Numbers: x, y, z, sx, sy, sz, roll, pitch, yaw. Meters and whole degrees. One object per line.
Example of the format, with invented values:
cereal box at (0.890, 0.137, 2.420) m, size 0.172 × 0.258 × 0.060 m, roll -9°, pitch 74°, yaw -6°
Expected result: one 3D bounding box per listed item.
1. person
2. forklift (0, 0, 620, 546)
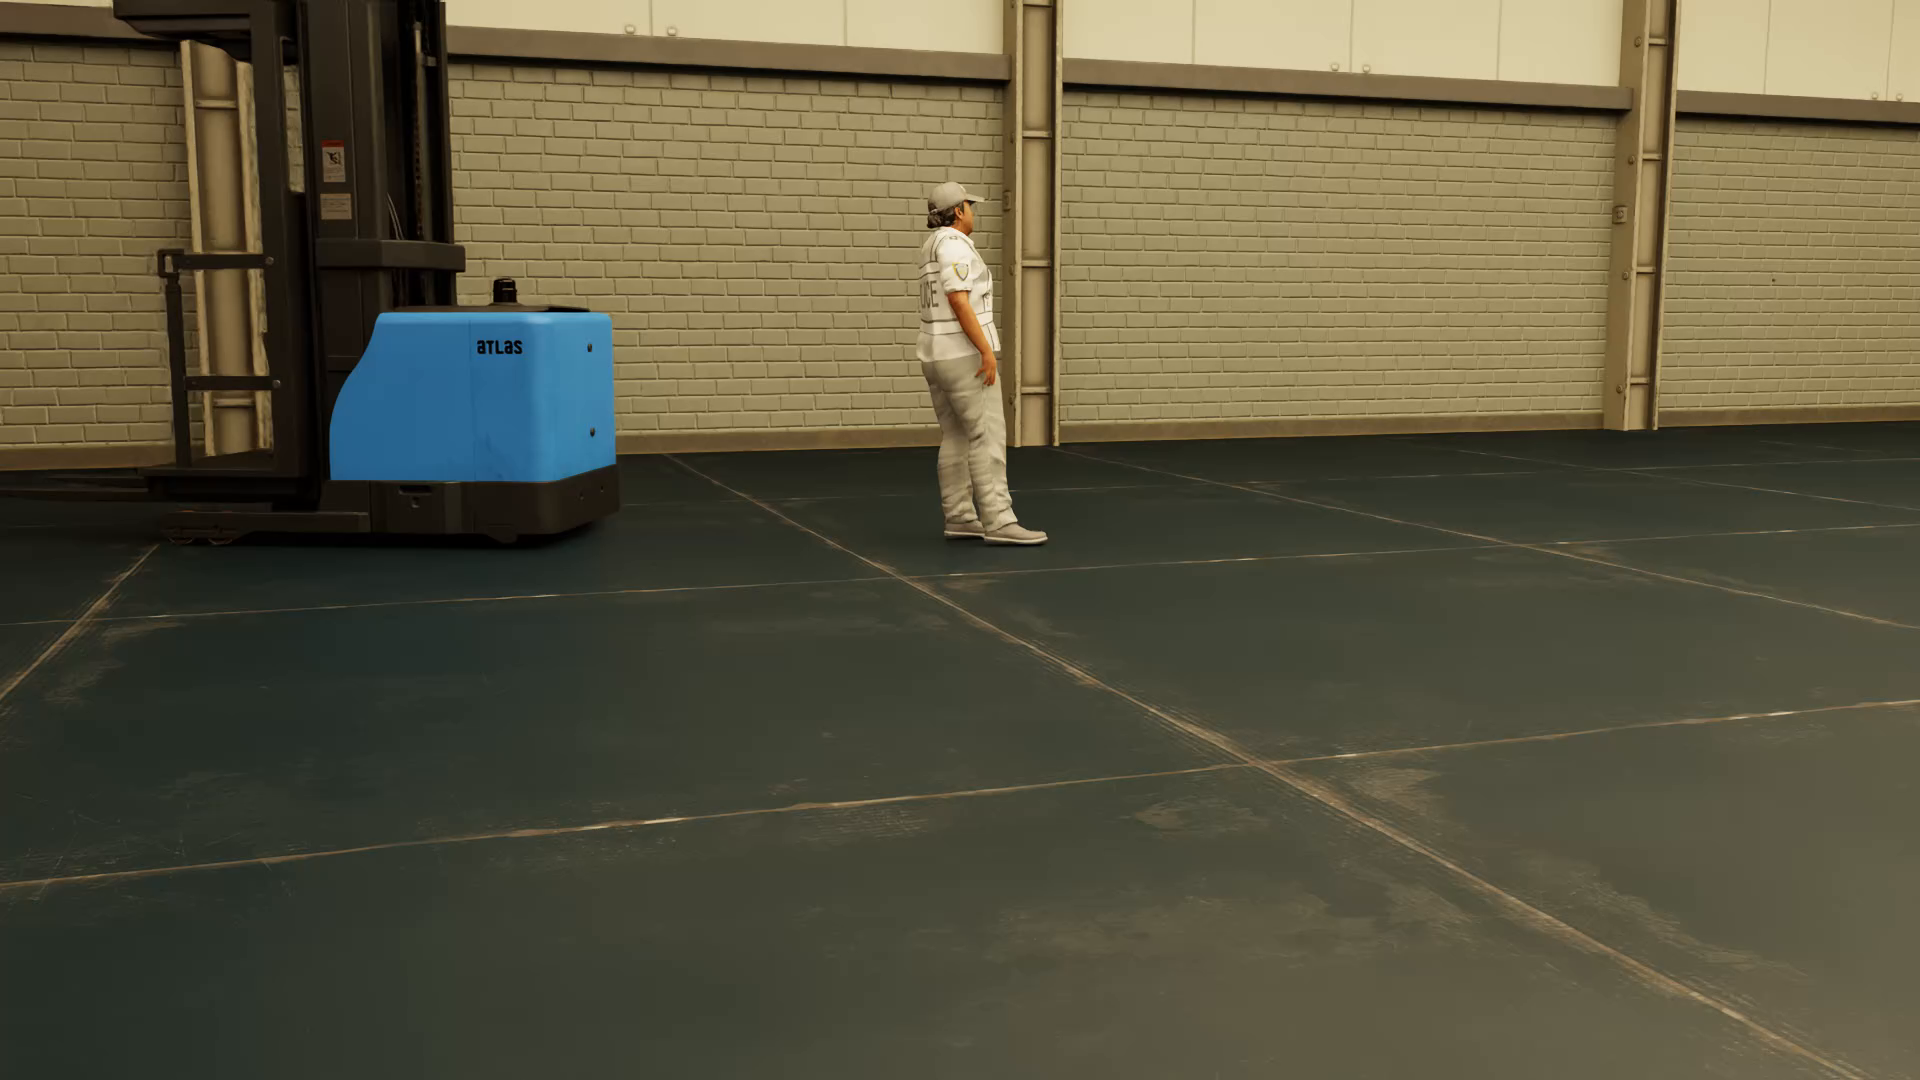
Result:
person at (0.080, -0.833, 7.813) m, size 0.529 × 1.670 × 0.598 m, roll -3°, pitch 8°, yaw -18°
forklift at (-3.289, -1.495, 8.041) m, size 3.031 × 2.935 × 1.130 m, roll 1°, pitch 8°, yaw 6°
